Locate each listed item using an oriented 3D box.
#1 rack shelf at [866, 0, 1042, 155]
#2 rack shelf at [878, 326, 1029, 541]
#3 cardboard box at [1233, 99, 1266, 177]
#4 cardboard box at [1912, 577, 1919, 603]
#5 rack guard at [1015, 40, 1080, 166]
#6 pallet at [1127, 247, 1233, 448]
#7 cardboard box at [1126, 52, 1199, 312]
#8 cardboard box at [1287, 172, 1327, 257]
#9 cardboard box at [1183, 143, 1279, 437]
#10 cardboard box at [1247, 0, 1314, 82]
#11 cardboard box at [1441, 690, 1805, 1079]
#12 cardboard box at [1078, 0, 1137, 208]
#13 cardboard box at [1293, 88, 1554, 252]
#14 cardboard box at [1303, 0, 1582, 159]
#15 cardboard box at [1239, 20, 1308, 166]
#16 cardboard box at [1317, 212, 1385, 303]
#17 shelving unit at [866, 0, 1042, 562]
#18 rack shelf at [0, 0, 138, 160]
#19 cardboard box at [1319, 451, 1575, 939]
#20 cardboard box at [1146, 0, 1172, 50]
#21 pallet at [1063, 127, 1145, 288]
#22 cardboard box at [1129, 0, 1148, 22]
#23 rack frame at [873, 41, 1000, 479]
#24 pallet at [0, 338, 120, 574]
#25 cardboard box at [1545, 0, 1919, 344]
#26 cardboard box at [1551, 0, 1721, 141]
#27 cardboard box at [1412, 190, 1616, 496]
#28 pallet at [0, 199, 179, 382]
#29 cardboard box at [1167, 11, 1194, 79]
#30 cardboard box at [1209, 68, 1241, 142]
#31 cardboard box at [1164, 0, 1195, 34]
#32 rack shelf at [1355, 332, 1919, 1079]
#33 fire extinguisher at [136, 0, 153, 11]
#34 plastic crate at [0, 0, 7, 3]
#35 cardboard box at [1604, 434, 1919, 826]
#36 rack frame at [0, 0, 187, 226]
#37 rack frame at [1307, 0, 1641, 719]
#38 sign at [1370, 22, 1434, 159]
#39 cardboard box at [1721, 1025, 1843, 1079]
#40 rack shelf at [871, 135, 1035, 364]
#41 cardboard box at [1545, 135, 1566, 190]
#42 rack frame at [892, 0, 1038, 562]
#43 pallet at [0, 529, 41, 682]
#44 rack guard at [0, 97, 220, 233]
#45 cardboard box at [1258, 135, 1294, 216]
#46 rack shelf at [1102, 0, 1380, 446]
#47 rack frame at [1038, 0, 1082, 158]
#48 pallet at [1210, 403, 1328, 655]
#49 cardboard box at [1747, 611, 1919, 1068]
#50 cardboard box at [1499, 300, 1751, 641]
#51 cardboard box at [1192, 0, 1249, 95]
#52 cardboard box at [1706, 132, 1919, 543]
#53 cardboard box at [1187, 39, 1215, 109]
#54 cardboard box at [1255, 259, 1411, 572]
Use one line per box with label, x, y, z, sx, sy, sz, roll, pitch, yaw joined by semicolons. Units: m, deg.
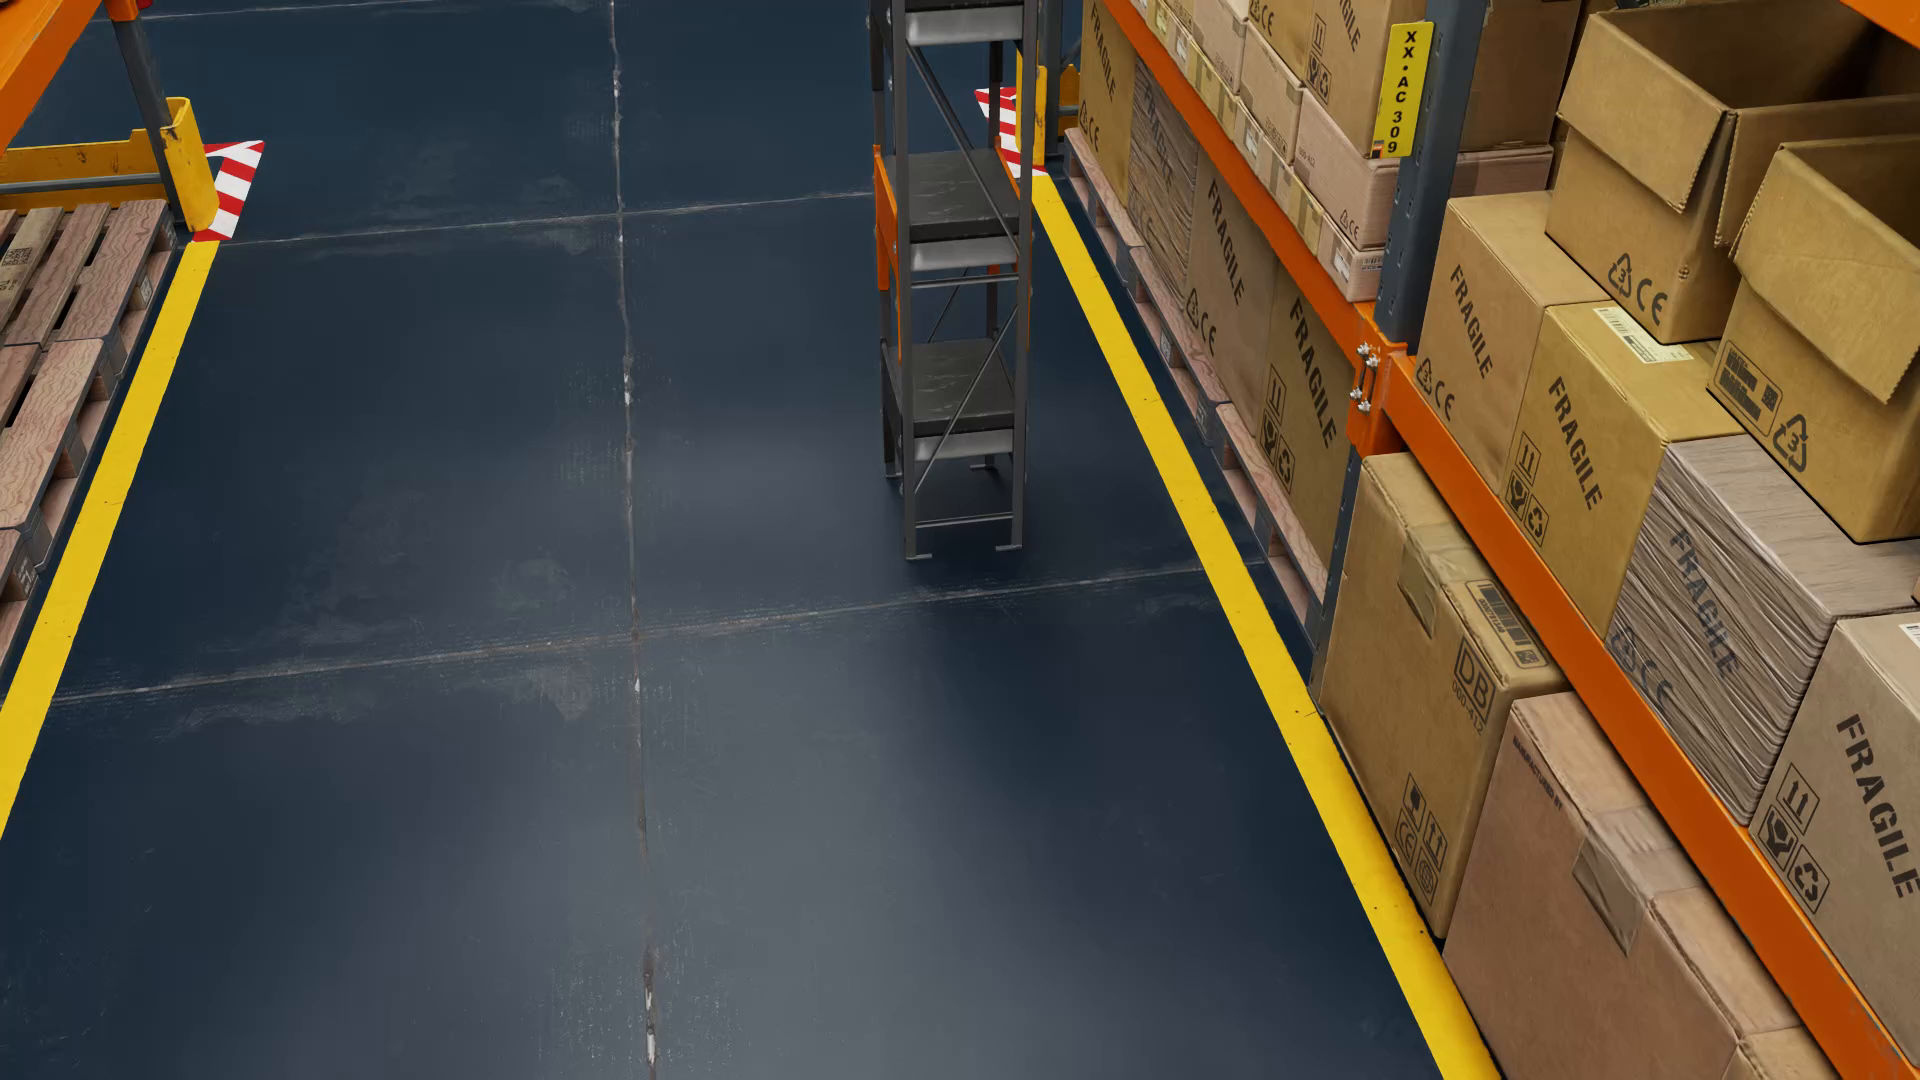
rack shelf;-0.029;-1.471;4.813;0.431;0.518;0.480;-6;38;-8
rack shelf;-0.029;-0.366;5.672;0.431;0.518;0.480;-6;38;-8
cardboard box;1.065;-1.249;5.118;0.380;0.149;0.250;-6;38;-7
cardboard box;1.930;0.005;2.399;0.797;0.503;0.637;-5;38;-6
rack guard;0.871;-2.177;8.145;1.175;0.500;0.348;-6;38;-8
pallet;1.303;-0.839;6.657;1.003;0.211;1.213;-6;38;-8
cardboard box;1.226;-1.549;6.688;0.875;0.875;0.875;-6;38;-8
cardboard box;1.155;-0.939;4.719;0.380;0.149;0.250;-6;38;-7
cardboard box;1.382;-1.011;5.996;0.875;0.875;0.875;-6;38;-8
cardboard box;1.149;-1.640;4.684;0.500;0.500;0.500;-6;38;-7
cardboard box;1.866;0.864;3.583;1.225;0.875;0.875;-7;38;-10
cardboard box;1.066;-2.098;7.396;0.875;0.875;0.875;-6;38;-8
cardboard box;1.241;-1.030;4.511;0.500;0.250;0.500;-7;38;-9
cardboard box;1.233;-1.337;4.294;0.500;0.500;0.500;-5;38;-7
cardboard box;1.148;-1.343;4.913;0.500;0.250;0.500;-5;38;-7
cardboard box;1.201;-0.783;4.518;0.380;0.149;0.250;-6;38;-8
shelving unit;-0.029;-0.929;5.235;0.431;2.100;0.503;-6;38;-8
rack shelf;-3.650;-1.125;5.339;1.077;0.370;4.000;-6;38;-8
cardboard box;1.708;0.324;4.277;1.225;0.875;0.875;-6;38;-8
cardboard box;0.884;-1.872;5.919;0.380;0.149;0.250;-7;38;-9
pallet;1.092;-1.574;7.604;1.003;0.211;1.213;-6;38;-8
cardboard box;0.840;-2.024;6.115;0.380;0.149;0.250;-7;38;-8
rack frame;-0.072;-1.077;5.424;0.400;2.100;0.015;-6;38;-8
pallet;-3.684;-0.278;5.936;1.003;0.211;1.213;-6;38;-8
cardboard box;1.697;-0.784;3.415;0.797;0.503;0.637;-7;38;-9
cardboard box;1.744;-1.405;4.382;0.500;0.500;0.500;-6;38;-8
cardboard box;1.411;-0.468;3.826;0.500;0.500;0.500;-6;38;-8
pallet;-3.895;-1.013;6.882;1.003;0.211;1.213;-6;38;-8
cardboard box;0.931;-1.713;5.715;0.380;0.149;0.250;-6;38;-7
cardboard box;1.020;-1.405;5.318;0.380;0.149;0.250;-6;38;-7
cardboard box;0.972;-1.957;5.704;0.500;0.250;0.500;-7;38;-9
rack shelf;1.927;0.759;2.915;1.077;0.370;4.000;-6;38;-8
fire extinguisher;-3.580;-2.579;6.992;0.296;0.674;0.183;-6;38;-8
plastic crate;-3.680;-2.063;6.127;0.396;0.136;0.243;-6;38;-8
cardboard box;1.587;0.138;3.046;0.500;0.500;0.500;-7;38;-9
rack frame;-4.001;-2.617;6.673;1.000;3.000;0.127;-6;38;-8
rack frame;1.576;-0.734;4.249;1.000;3.000;0.127;-6;38;-8
sign;1.030;-1.046;3.881;0.100;0.325;0.005;-6;38;-8
cardboard box;2.029;1.397;2.896;1.225;0.875;0.875;-6;38;-8
rack shelf;-0.029;-0.918;5.243;0.431;0.518;0.480;-6;38;-8
cardboard box;1.752;-1.104;4.606;0.500;0.250;0.500;-7;38;-9
rack frame;0.014;-0.782;5.045;0.400;2.100;0.015;-6;38;-8
pallet;-3.467;0.460;4.985;1.003;0.211;1.213;-6;38;-8
rack guard;-4.018;-1.643;7.457;1.175;0.500;0.348;-6;38;-8
cardboard box;1.110;-1.094;4.918;0.380;0.149;0.250;-7;38;-9
rack shelf;1.226;-1.657;6.025;1.077;0.370;4.000;-6;38;-8
rack frame;0.875;-3.150;7.359;1.000;3.000;0.127;-6;38;-8
pallet;1.520;-0.100;5.707;1.003;0.211;1.213;-6;38;-8
cardboard box;1.683;0.449;2.646;0.500;0.500;0.500;-6;38;-7
cardboard box;1.500;-0.165;3.436;0.500;0.500;0.500;-6;38;-8
cardboard box;1.058;-1.651;5.310;0.500;0.250;0.500;-5;38;-7
cardboard box;1.805;-0.369;2.880;0.797;0.503;0.637;-6;38;-7
cardboard box;0.975;-1.559;5.517;0.380;0.149;0.250;-7;38;-9
cardboard box;1.540;-0.468;5.296;0.875;0.875;0.875;-6;38;-8
